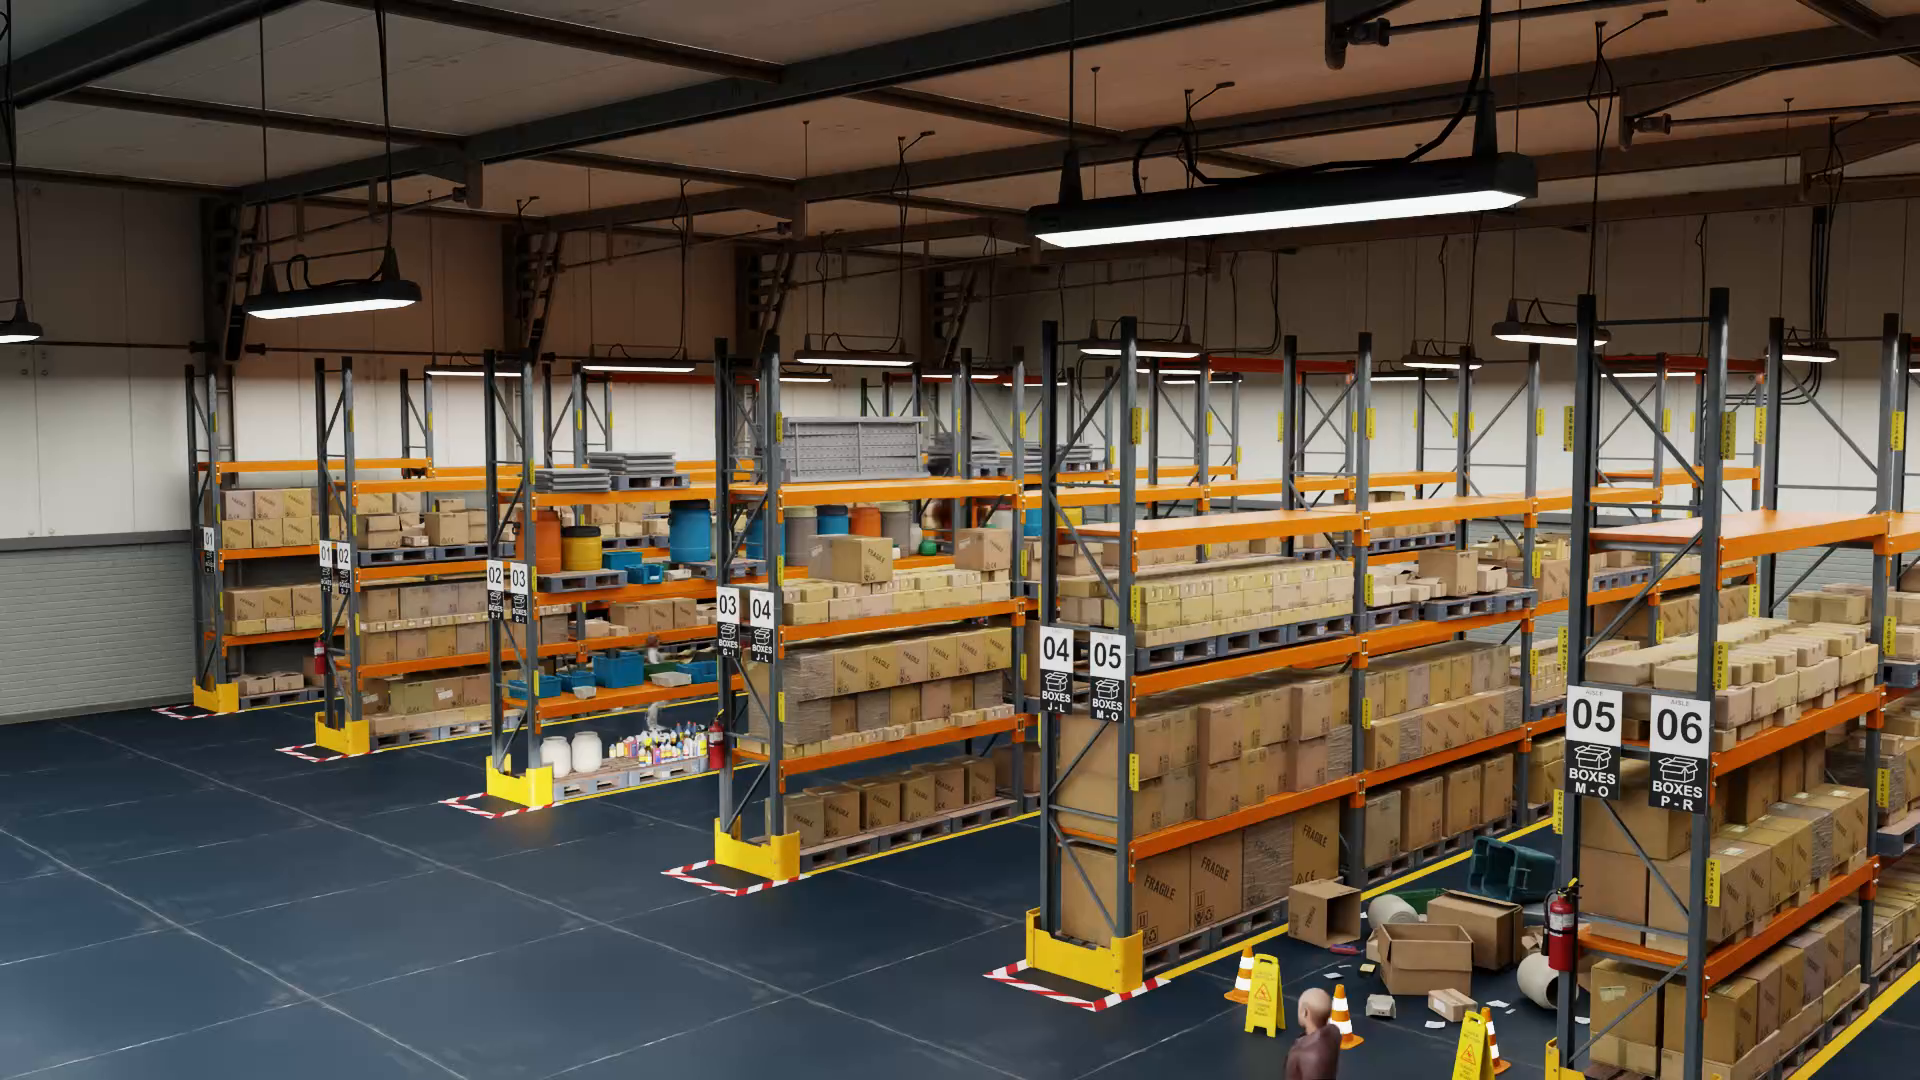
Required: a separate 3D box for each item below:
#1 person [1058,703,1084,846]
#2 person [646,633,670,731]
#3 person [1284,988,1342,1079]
[{"bbox_3d":[1.374,2.791,19.868,0.386,1.698,0.516,1,5,16],"label":"person"},{"bbox_3d":[-4.874,2.295,26.904,0.390,1.589,0.435,-1,4,-11],"label":"person"},{"bbox_3d":[2.086,3.521,9.853,0.446,1.802,0.695,1,4,11],"label":"person"}]
